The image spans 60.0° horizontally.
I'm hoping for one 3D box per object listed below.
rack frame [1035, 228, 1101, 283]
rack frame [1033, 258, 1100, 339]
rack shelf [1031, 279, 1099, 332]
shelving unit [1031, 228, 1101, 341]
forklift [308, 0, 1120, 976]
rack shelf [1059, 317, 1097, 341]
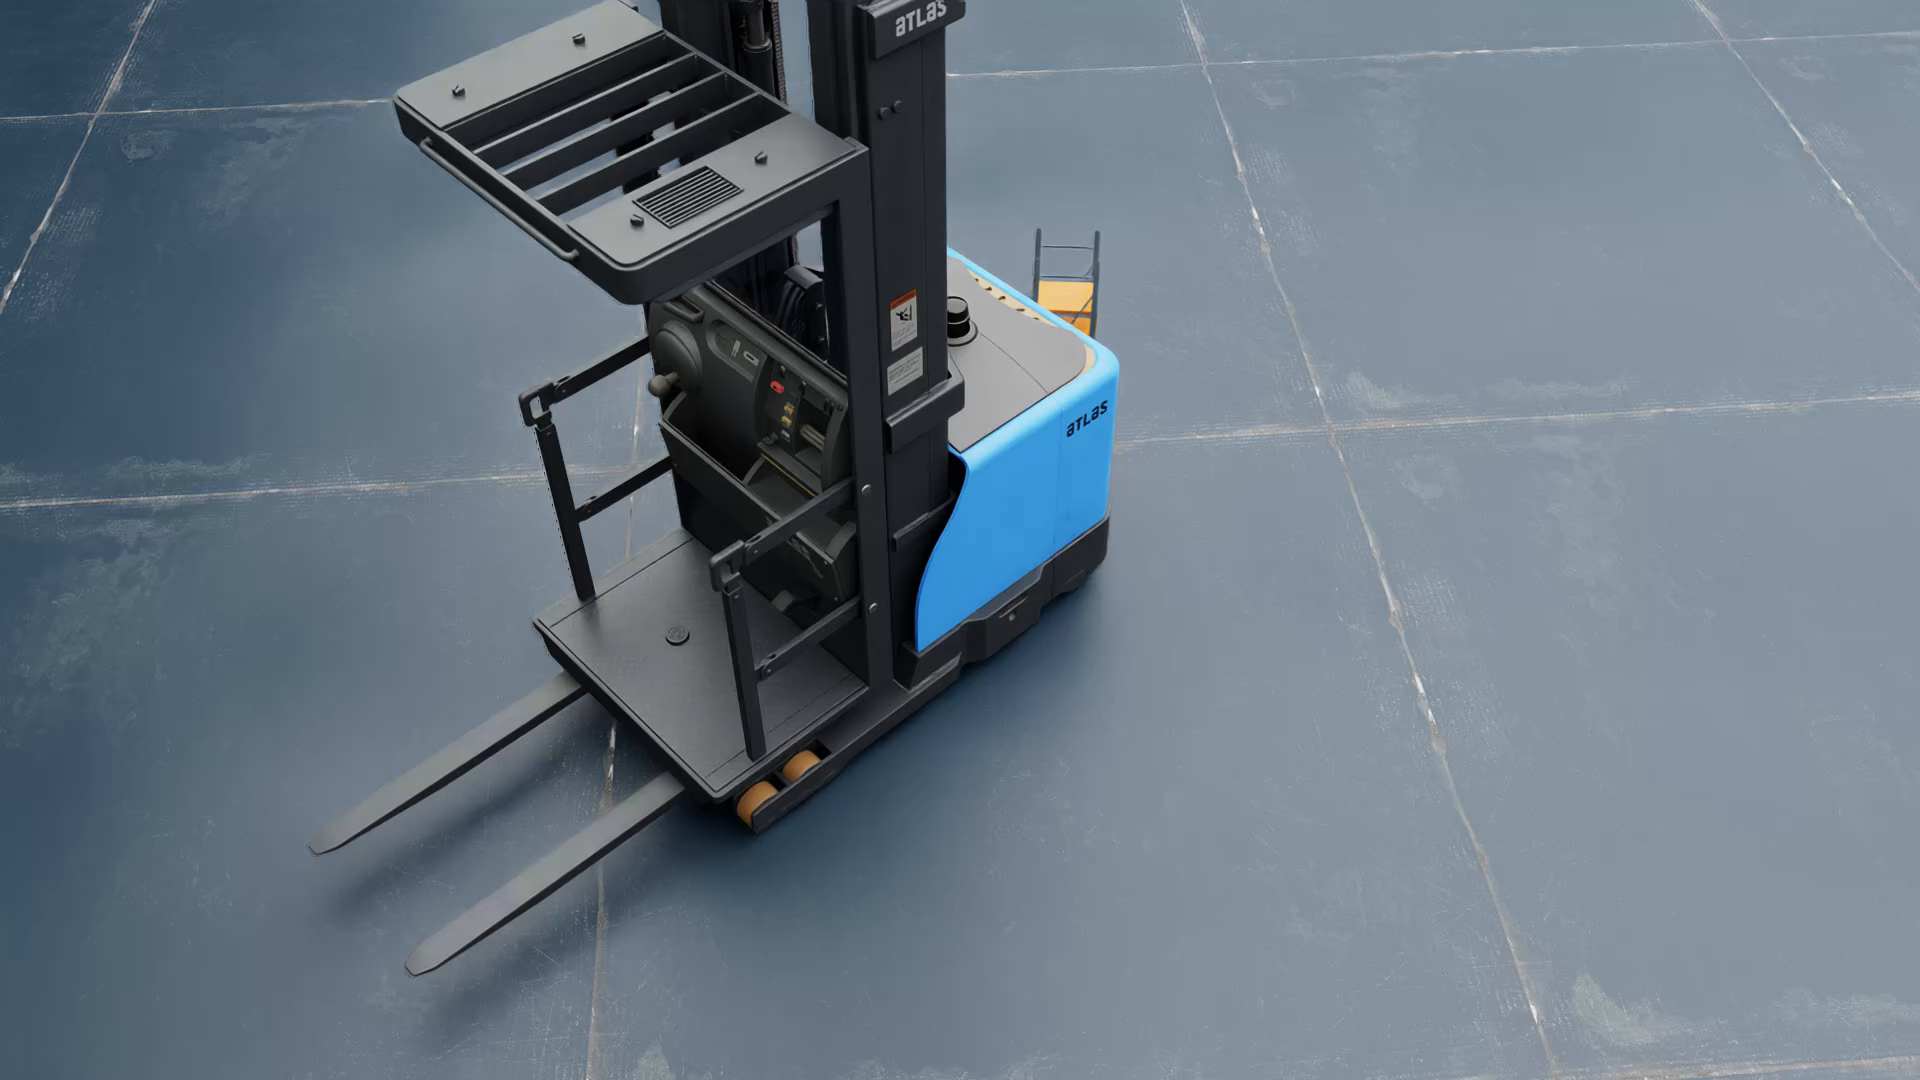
[{"bbox_3d":[0.403,-0.743,6.627,0.240,1.200,0.006,3,47,2],"label":"rack frame"},{"bbox_3d":[0.392,-0.611,6.502,0.240,1.200,0.006,3,47,2],"label":"rack frame"},{"bbox_3d":[0.398,-0.894,6.335,0.258,0.103,0.180,3,47,2],"label":"rack shelf"},{"bbox_3d":[0.398,-0.677,6.565,0.258,1.200,0.189,3,47,2],"label":"shelving unit"},{"bbox_3d":[-0.830,-0.433,5.142,3.031,2.935,1.130,-35,56,-28],"label":"forklift"},{"bbox_3d":[0.398,-0.811,6.423,0.258,0.103,0.180,3,47,2],"label":"rack shelf"}]
